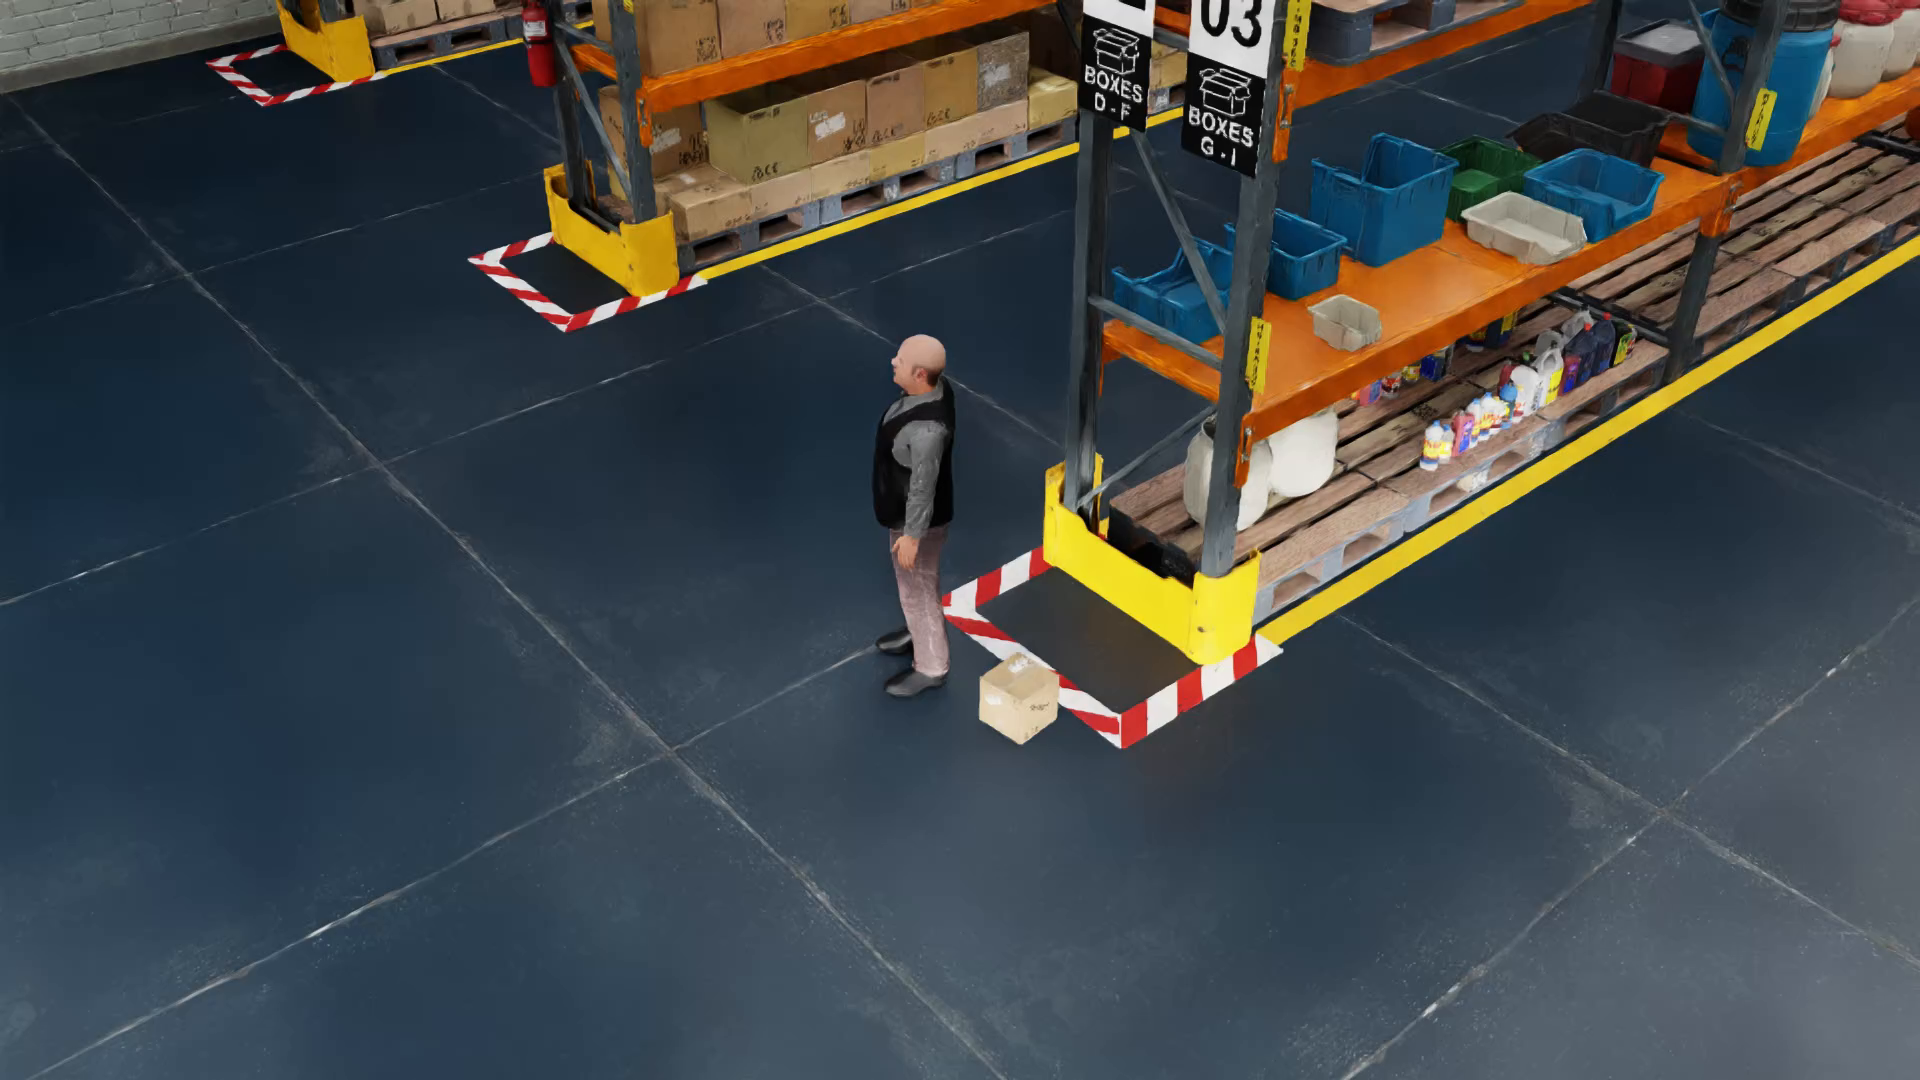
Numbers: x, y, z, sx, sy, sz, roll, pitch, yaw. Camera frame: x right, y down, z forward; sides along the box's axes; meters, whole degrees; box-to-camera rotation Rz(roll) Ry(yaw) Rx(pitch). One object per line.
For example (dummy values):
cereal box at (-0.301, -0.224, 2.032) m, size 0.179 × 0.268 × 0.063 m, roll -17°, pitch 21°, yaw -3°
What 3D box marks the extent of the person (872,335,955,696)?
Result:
person at (-0.207, -0.121, 7.234) m, size 0.374 × 1.723 × 0.542 m, roll 0°, pitch 36°, yaw -1°
